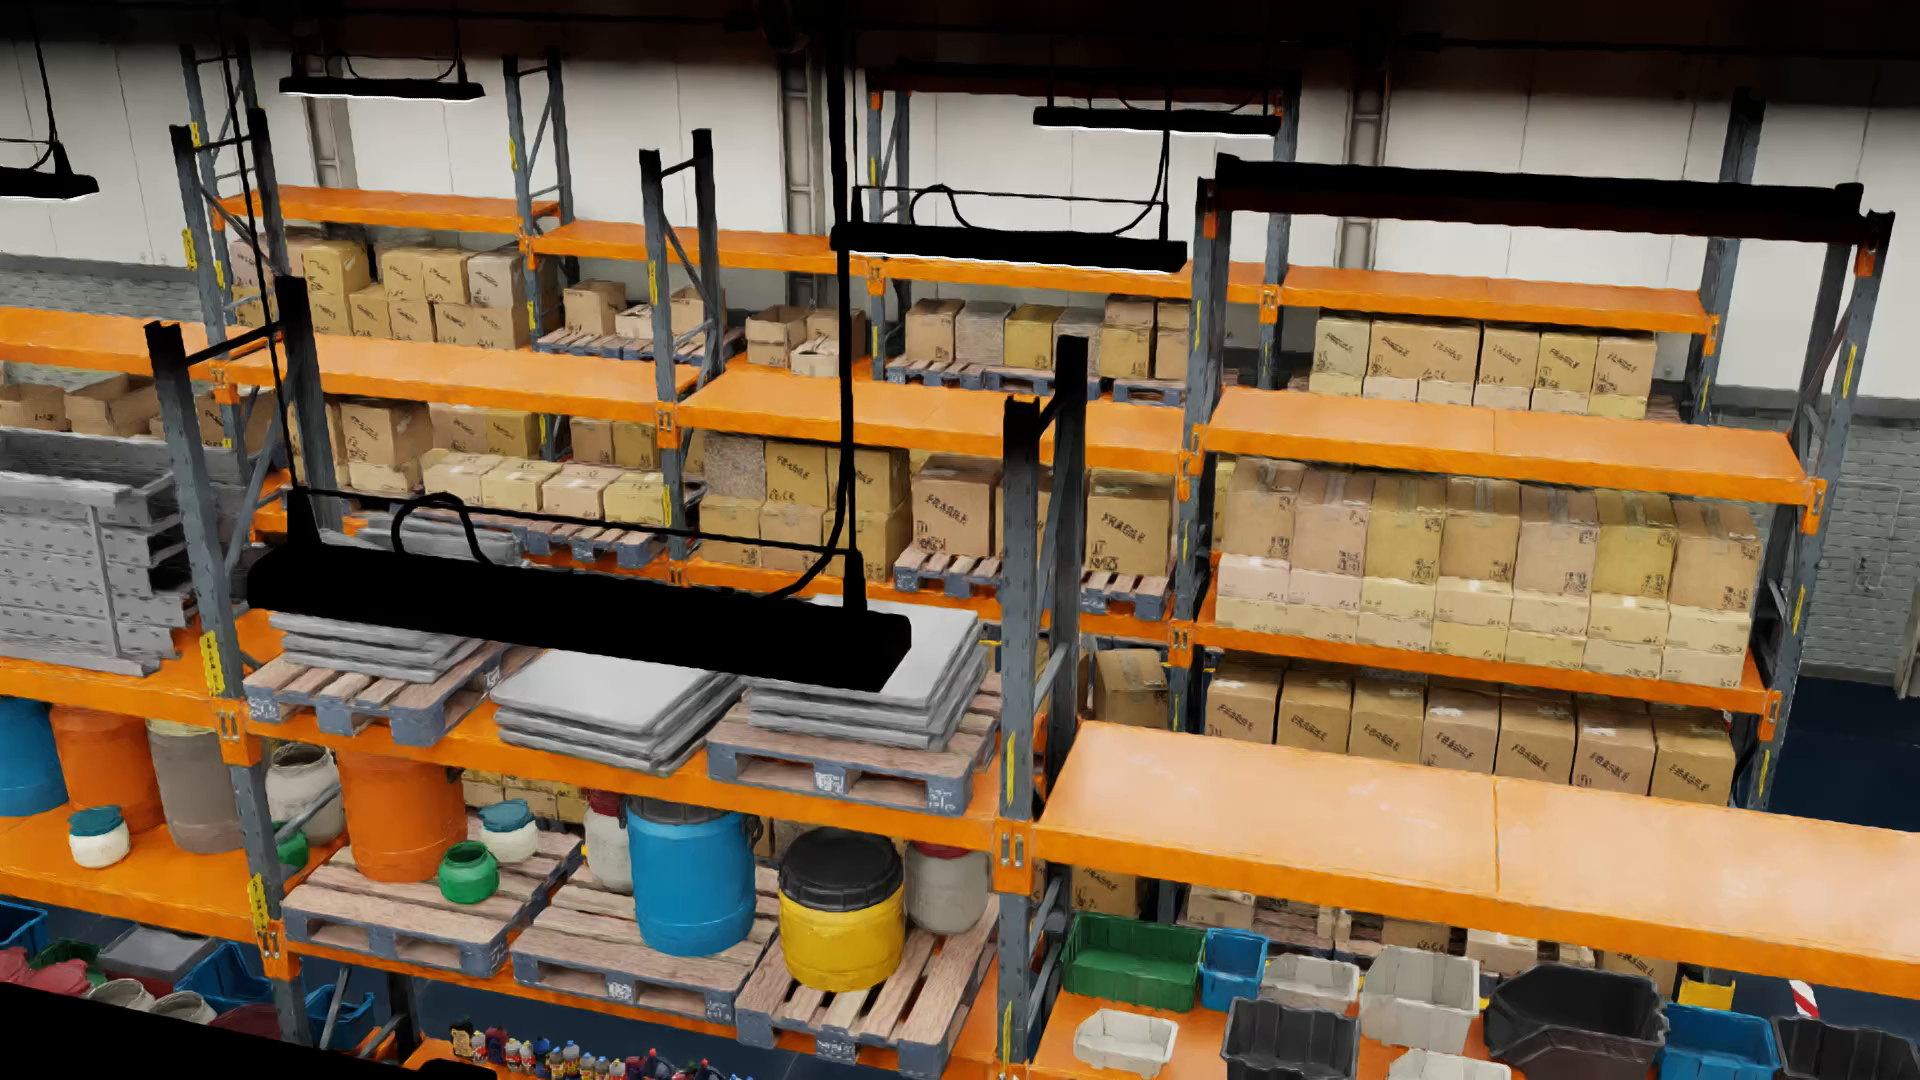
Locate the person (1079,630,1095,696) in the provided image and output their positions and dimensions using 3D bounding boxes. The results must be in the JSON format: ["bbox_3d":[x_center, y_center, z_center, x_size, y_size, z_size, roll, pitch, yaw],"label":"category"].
[{"bbox_3d":[1.172,1.063,16.238,0.535,1.534,0.566,5,23,11],"label":"person"}]
